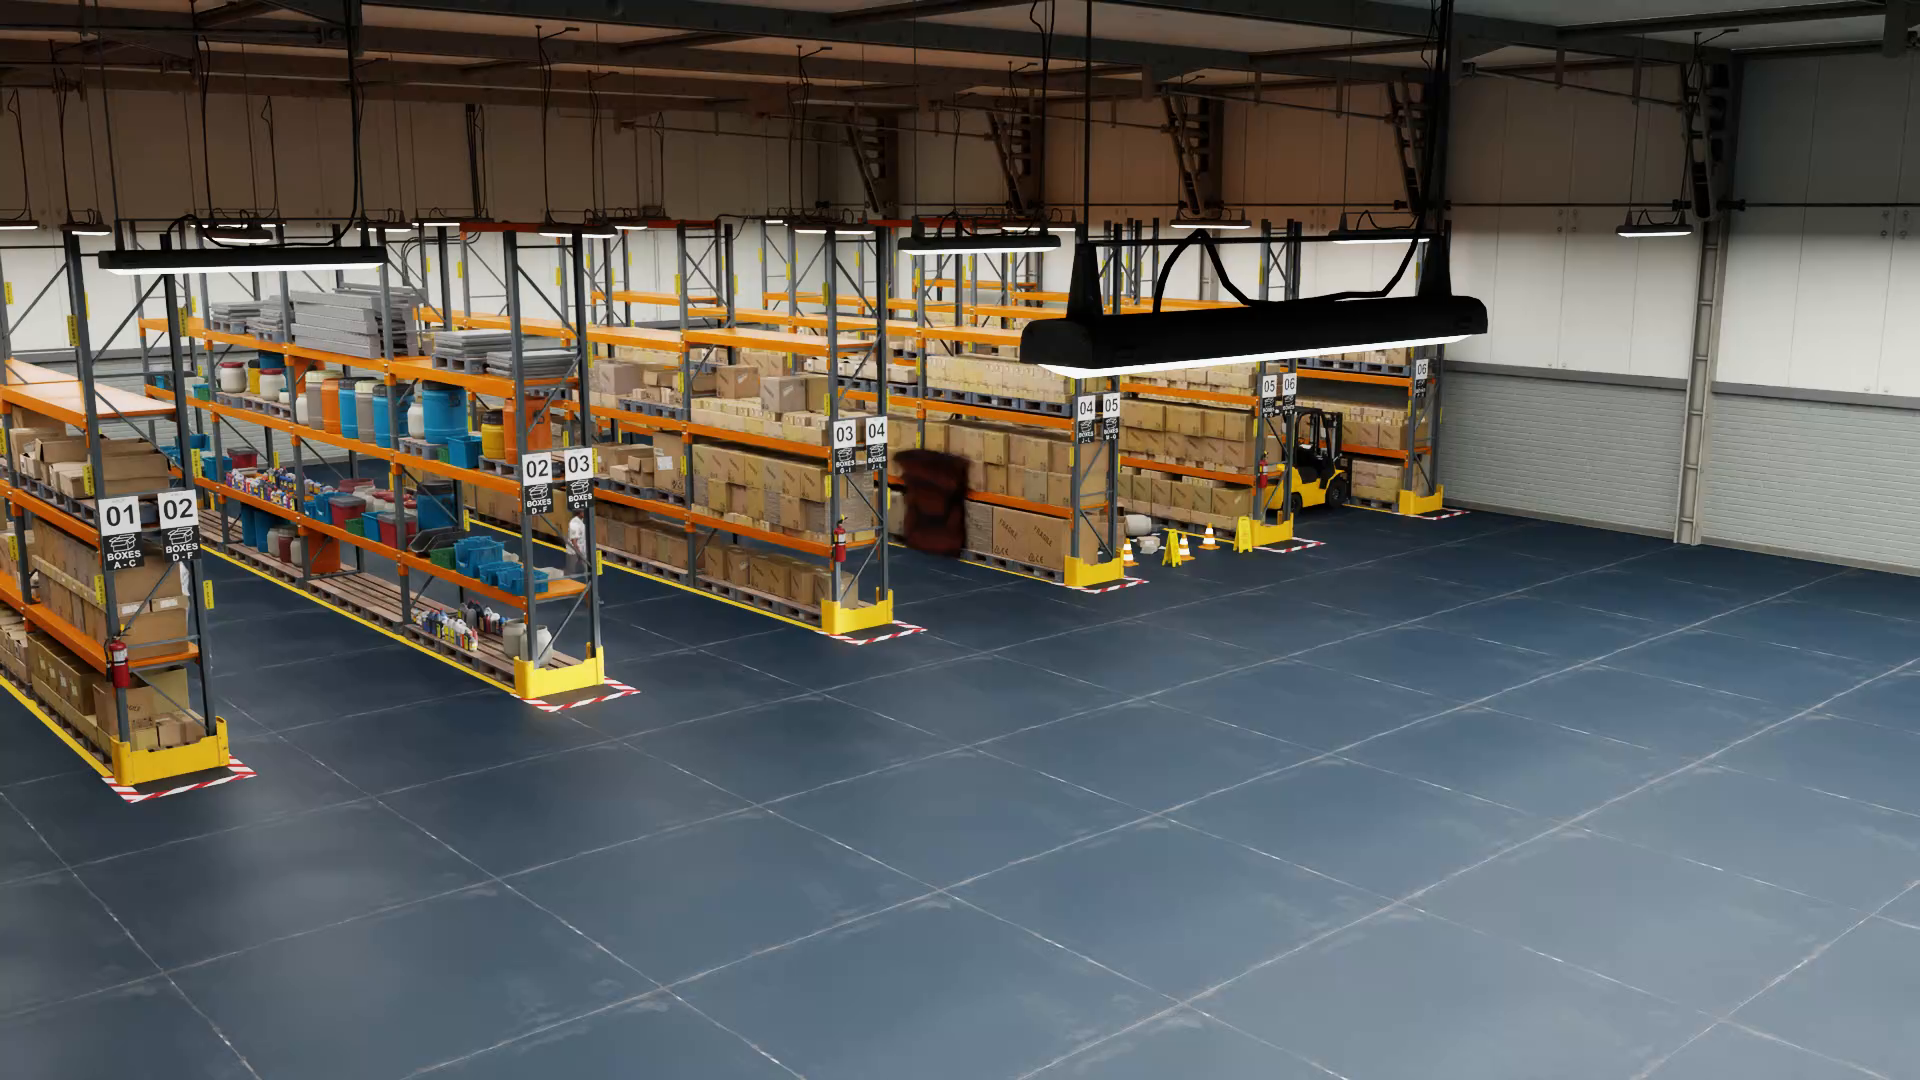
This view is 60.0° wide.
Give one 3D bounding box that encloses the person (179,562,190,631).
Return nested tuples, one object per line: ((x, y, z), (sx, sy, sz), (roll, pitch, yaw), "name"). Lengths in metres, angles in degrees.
((-11.056, 0.846, 23.547), (0.498, 1.699, 0.357), (8, 14, 35), "person")

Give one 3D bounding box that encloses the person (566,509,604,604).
((-6.127, 0.213, 26.742), (0.964, 1.615, 0.412), (10, 15, 42), "person")
